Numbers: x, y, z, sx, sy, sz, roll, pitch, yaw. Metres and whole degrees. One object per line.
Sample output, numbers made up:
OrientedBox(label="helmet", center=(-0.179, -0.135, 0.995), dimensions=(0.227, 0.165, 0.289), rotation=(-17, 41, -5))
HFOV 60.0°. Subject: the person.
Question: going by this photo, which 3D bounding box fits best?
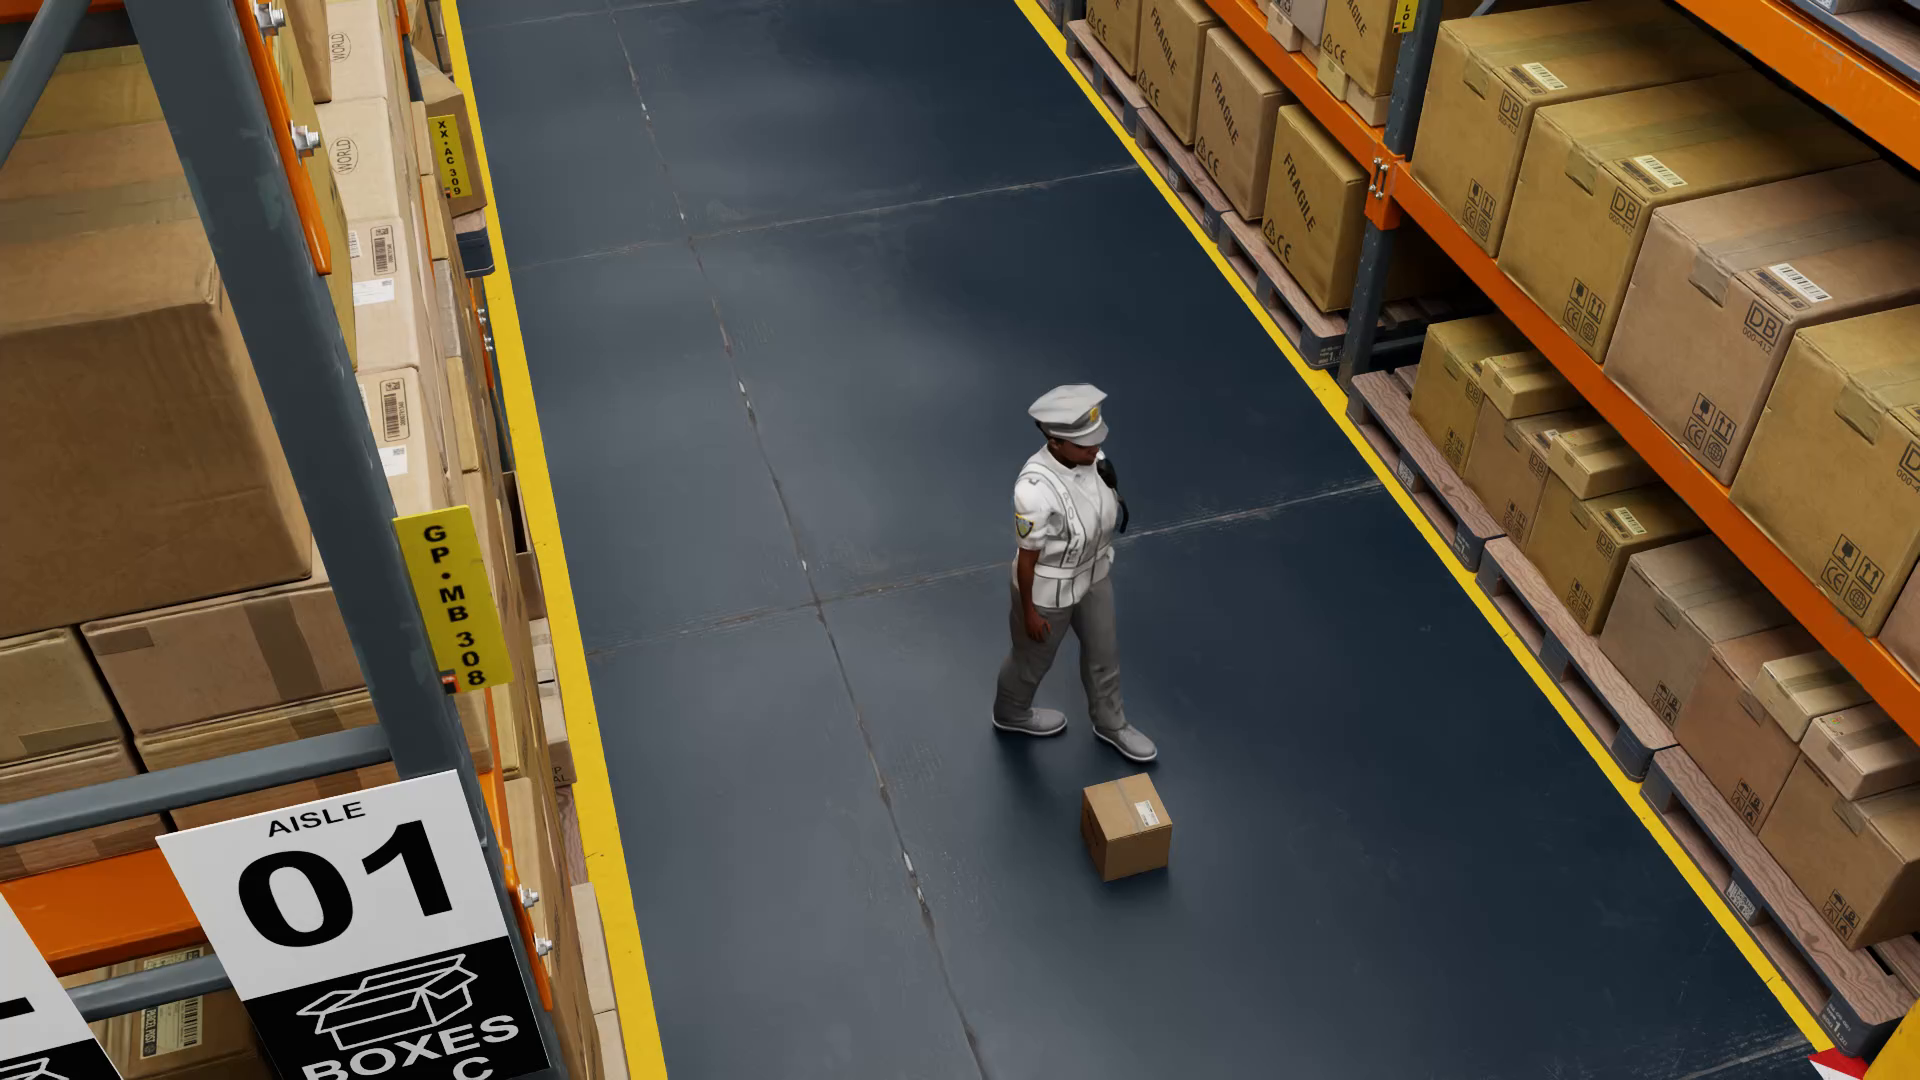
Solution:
OrientedBox(label="person", center=(0.443, 0.174, 5.949), dimensions=(0.640, 1.669, 0.454), rotation=(28, 50, 27))
